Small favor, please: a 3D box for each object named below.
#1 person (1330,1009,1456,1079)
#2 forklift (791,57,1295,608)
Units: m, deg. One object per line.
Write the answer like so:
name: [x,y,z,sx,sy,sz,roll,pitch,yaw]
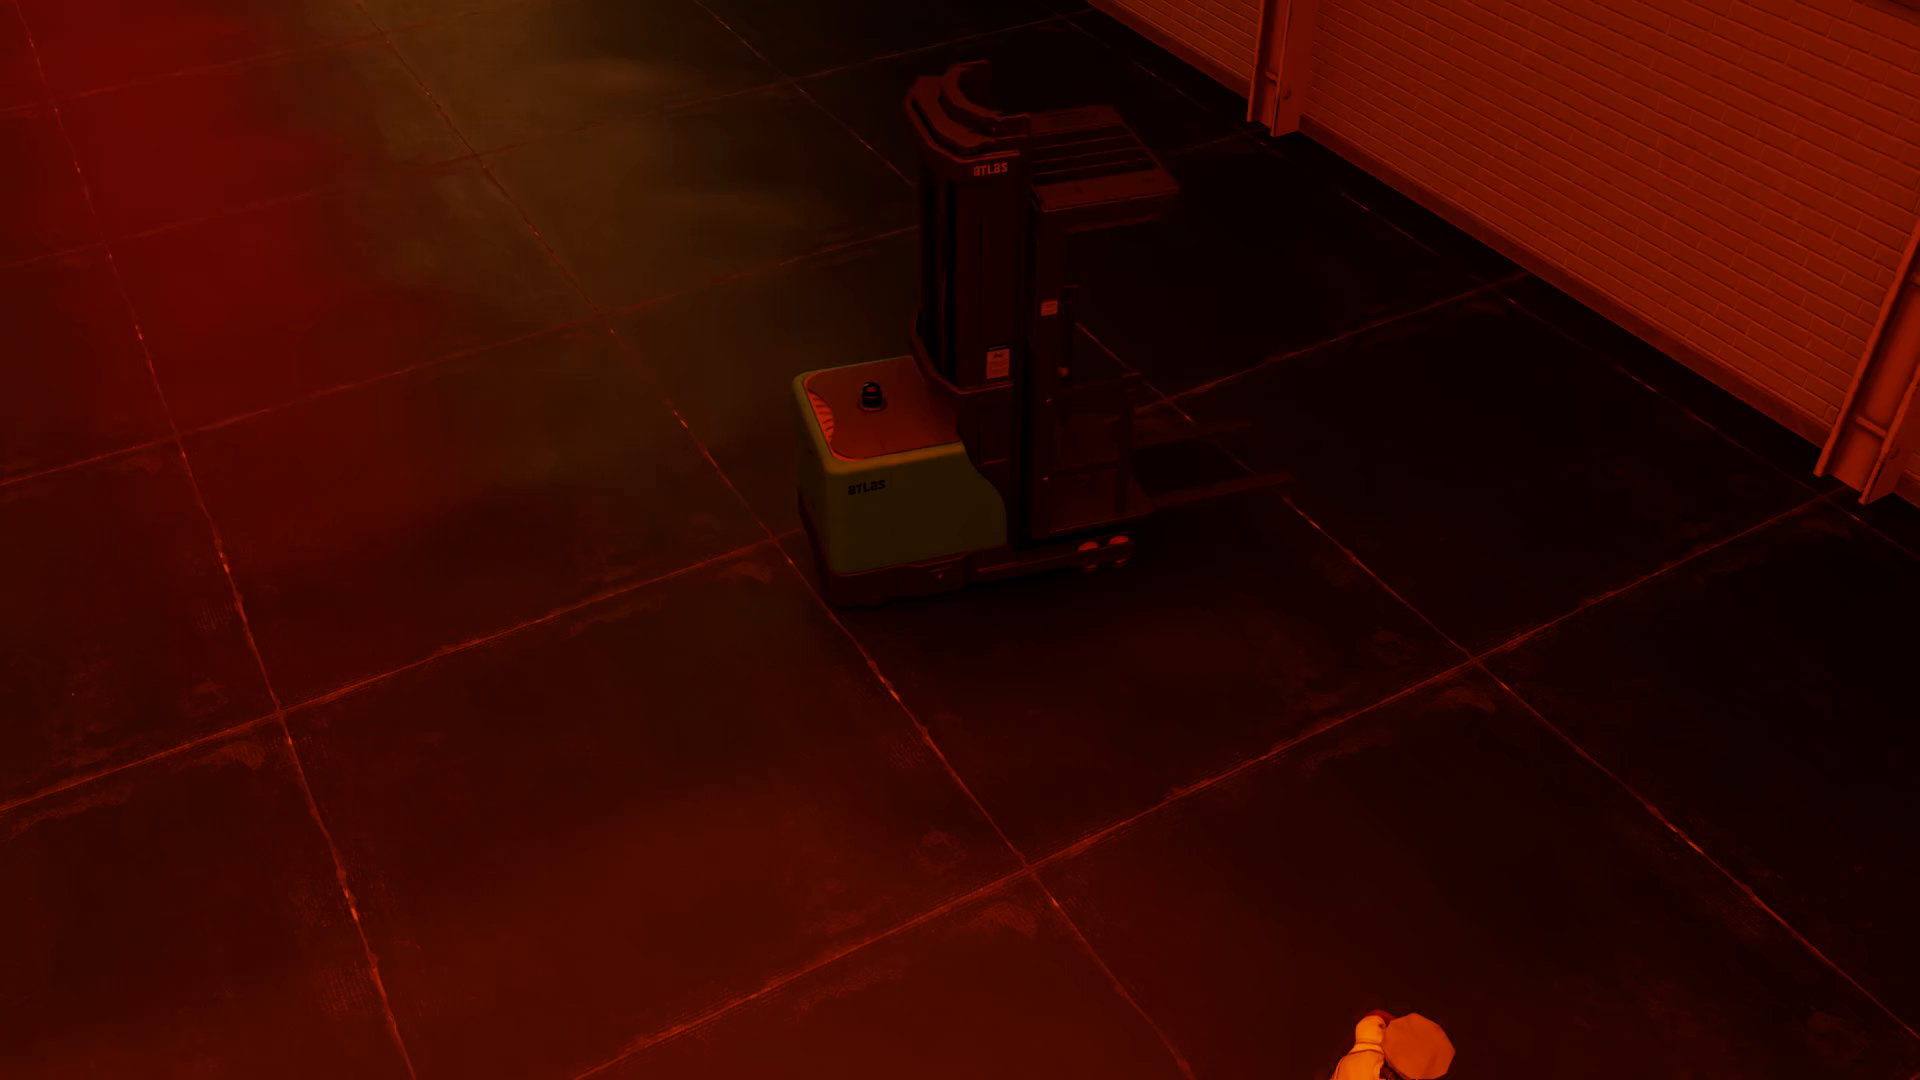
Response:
person: [1.508,2.371,6.356,0.522,1.575,1.108,16,42,18]
forklift: [0.561,-1.266,9.563,3.031,2.935,1.130,-11,41,-13]
